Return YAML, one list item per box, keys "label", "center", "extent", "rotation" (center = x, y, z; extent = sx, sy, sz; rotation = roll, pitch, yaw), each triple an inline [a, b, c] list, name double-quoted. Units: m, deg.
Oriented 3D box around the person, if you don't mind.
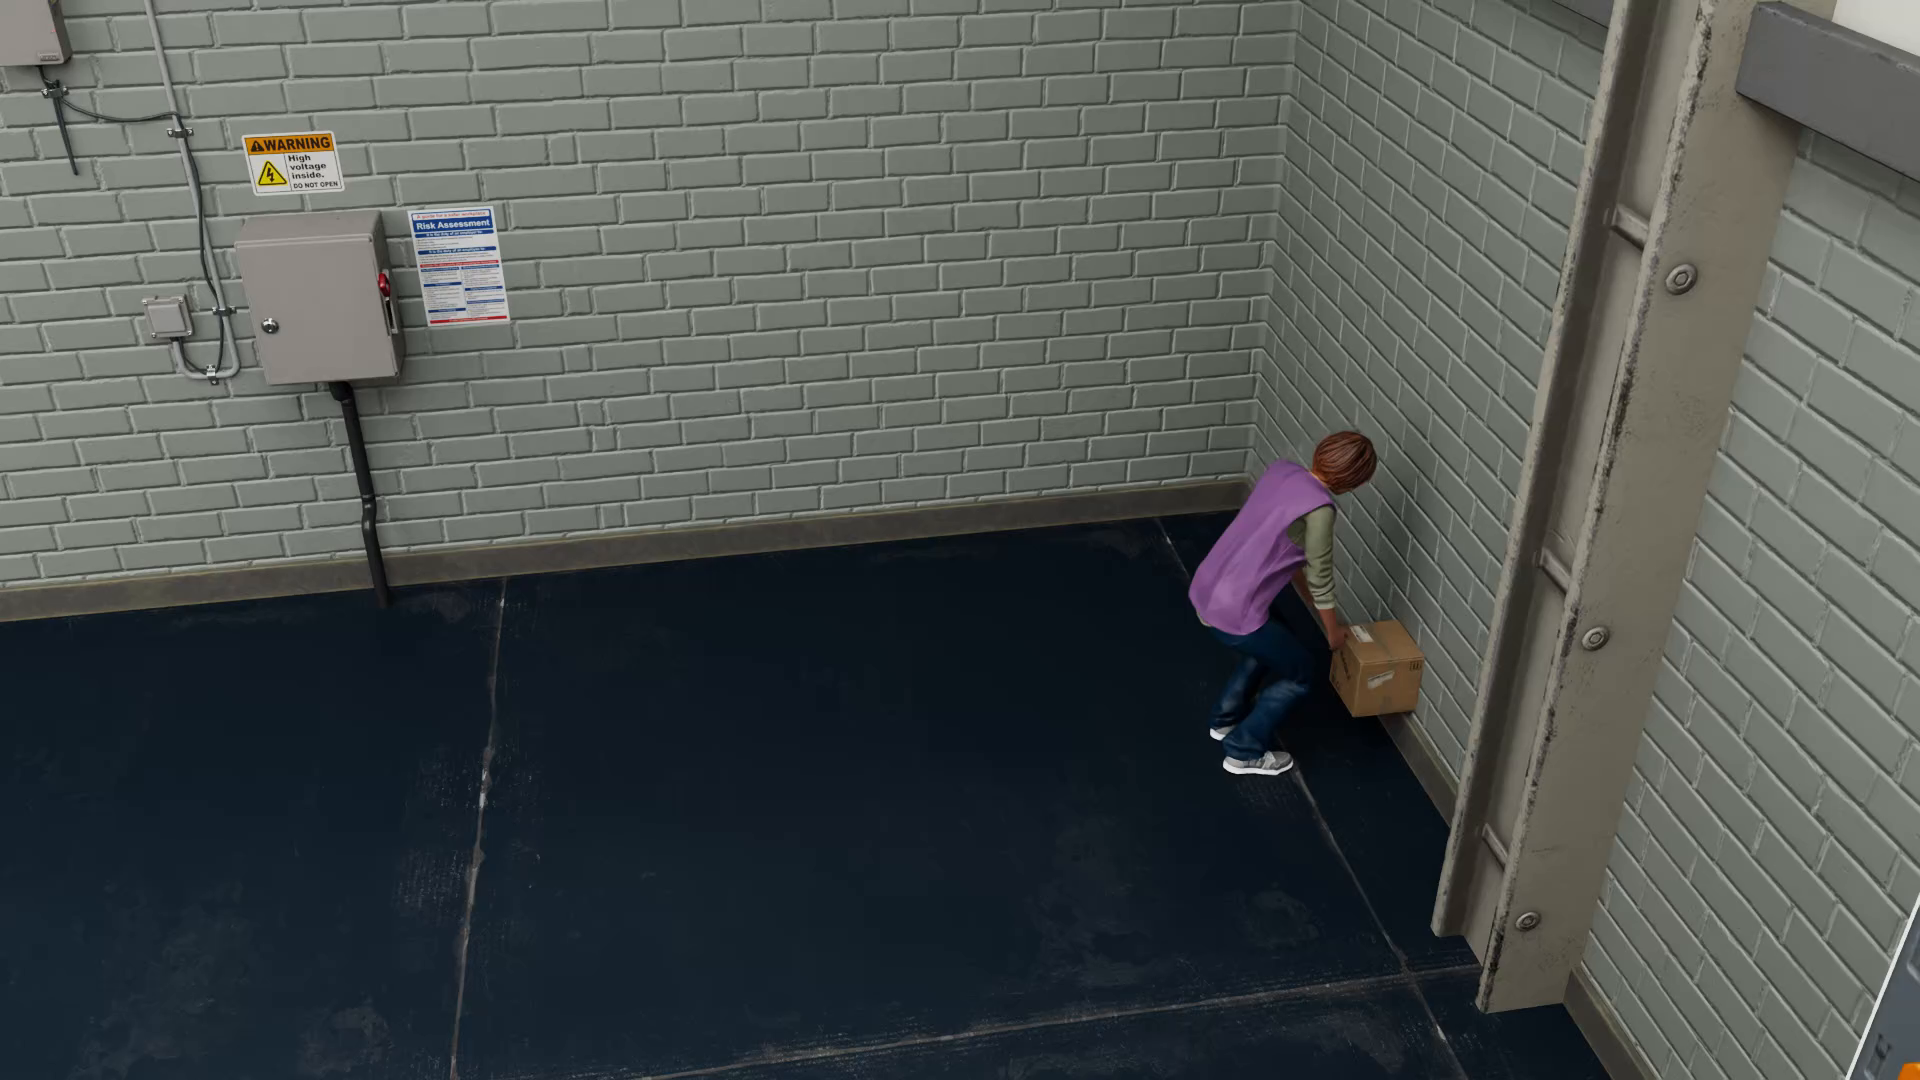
- label: "person"
  center: [1.138, 0.221, 6.047]
  extent: [0.639, 1.325, 0.462]
  rotation: [-5, 32, -9]
